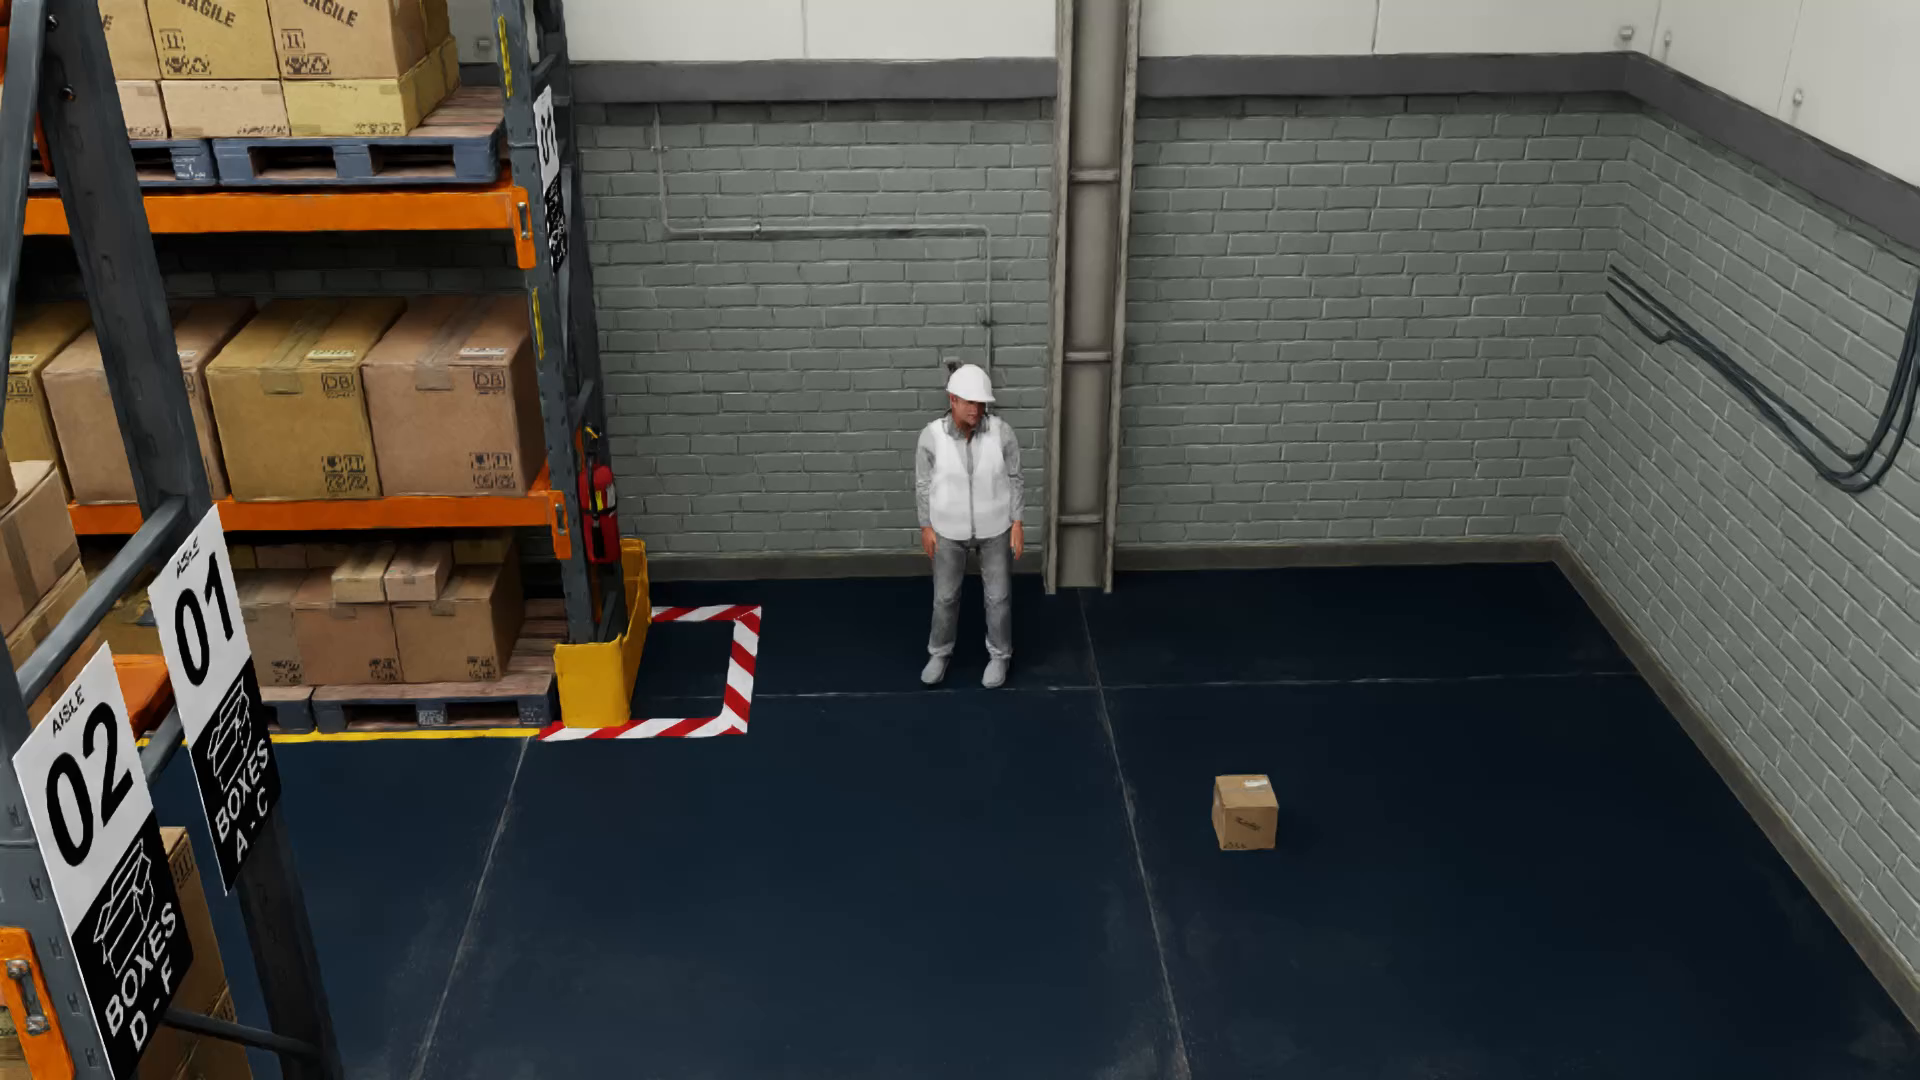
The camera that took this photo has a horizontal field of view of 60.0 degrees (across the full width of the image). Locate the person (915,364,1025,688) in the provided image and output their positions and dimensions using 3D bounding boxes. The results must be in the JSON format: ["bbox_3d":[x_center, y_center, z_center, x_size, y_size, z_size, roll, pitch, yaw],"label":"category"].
[{"bbox_3d":[0.051,-0.065,8.667,0.567,1.779,0.395,-1,27,-2],"label":"person"}]
